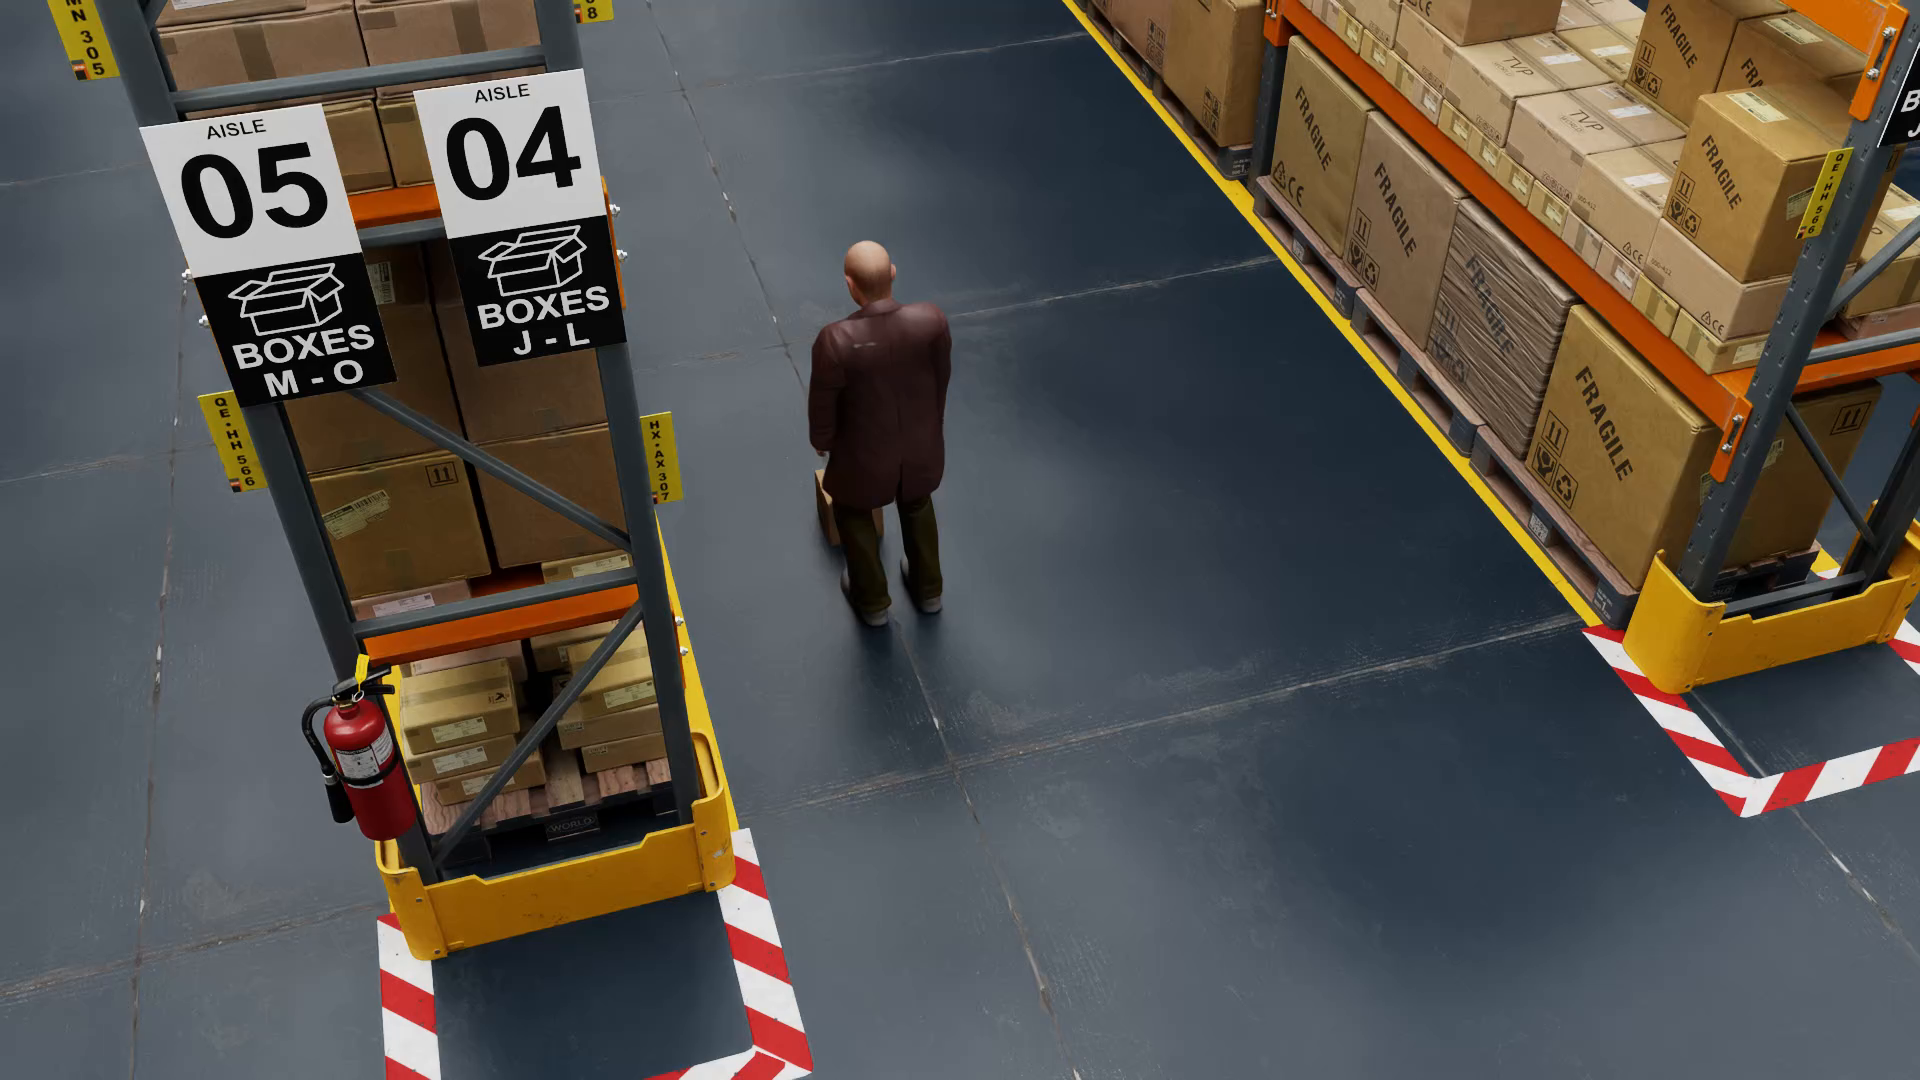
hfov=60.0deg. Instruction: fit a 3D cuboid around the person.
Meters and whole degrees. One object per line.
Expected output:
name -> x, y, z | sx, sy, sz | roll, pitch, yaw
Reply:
person -> -0.321, -0.399, 6.653 | 0.579, 1.746, 0.394 | -14, 44, -16
